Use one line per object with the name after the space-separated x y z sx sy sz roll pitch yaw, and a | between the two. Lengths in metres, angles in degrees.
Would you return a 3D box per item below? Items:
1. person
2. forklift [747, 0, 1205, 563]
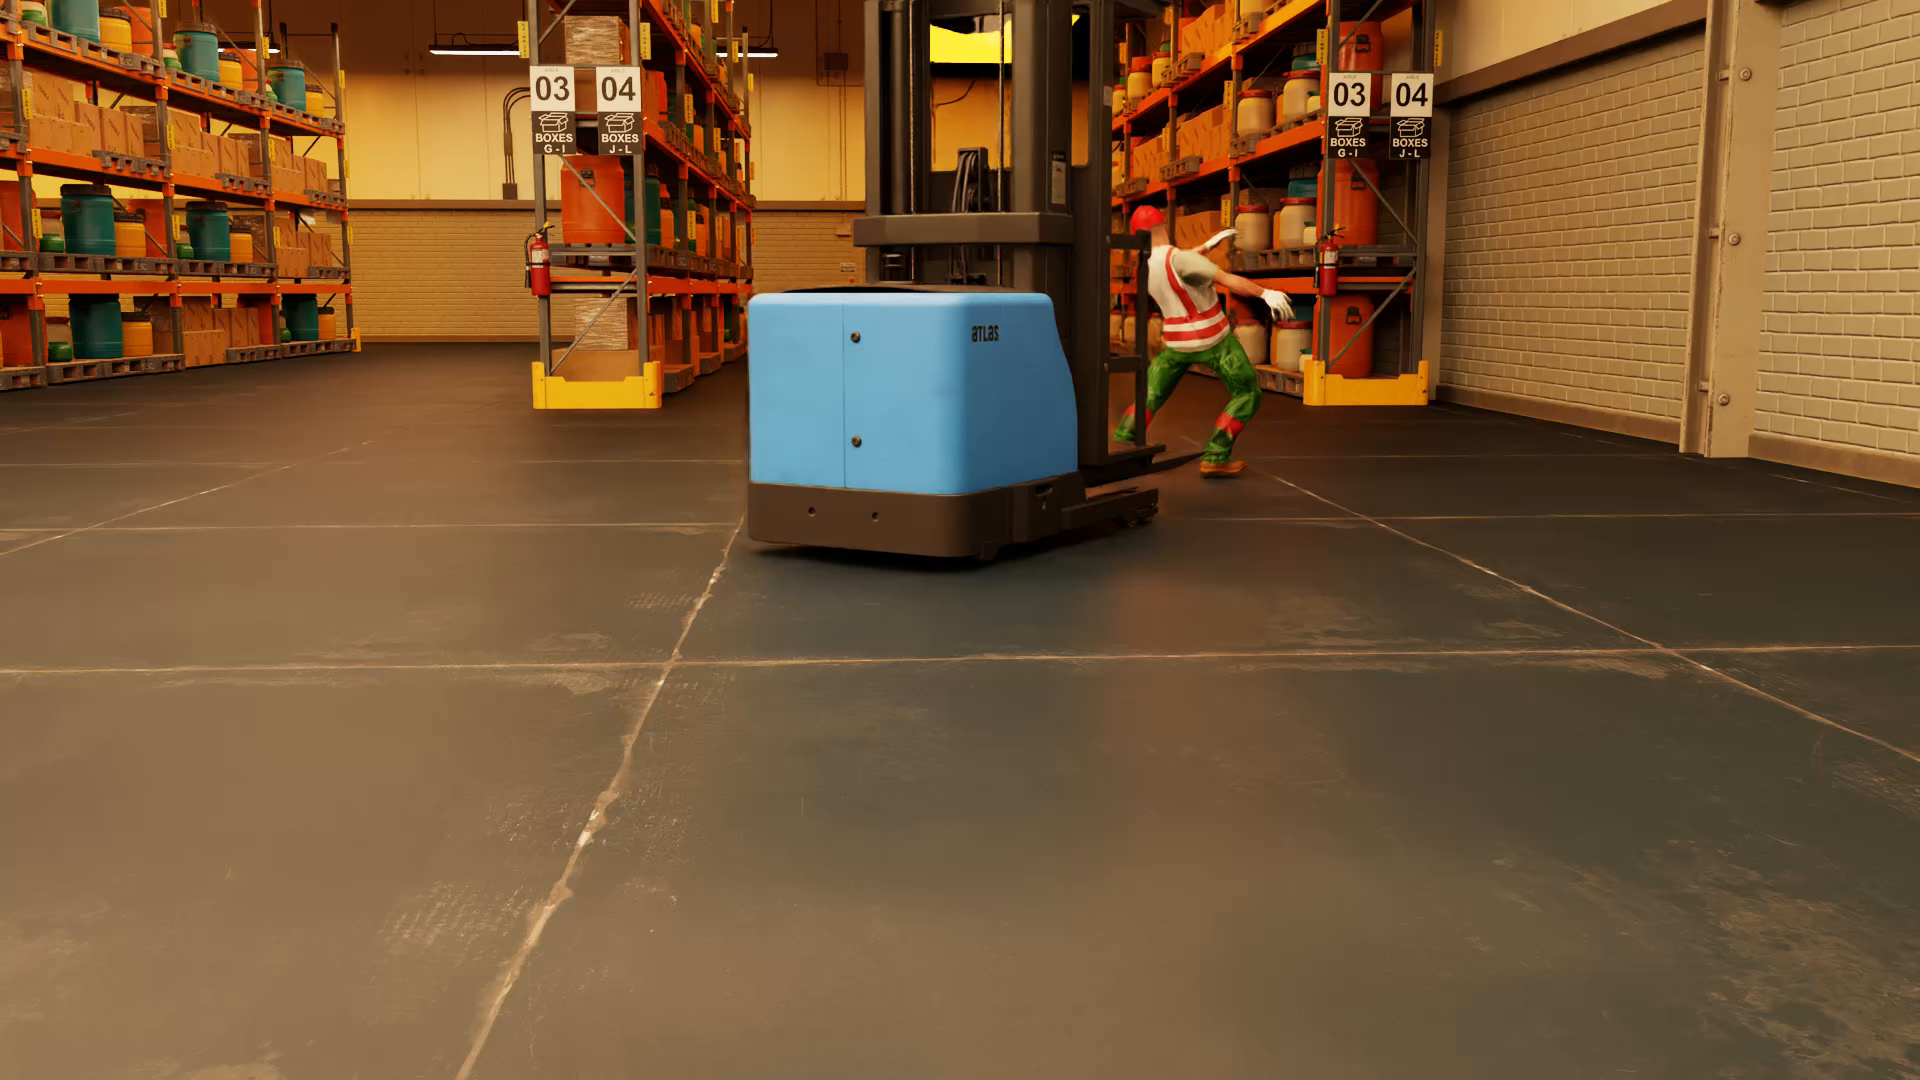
1.478 -1.167 9.738 0.997 1.557 0.808 7 11 40 | person
0.289 -1.537 7.684 1.130 2.935 3.031 5 10 29 | forklift
